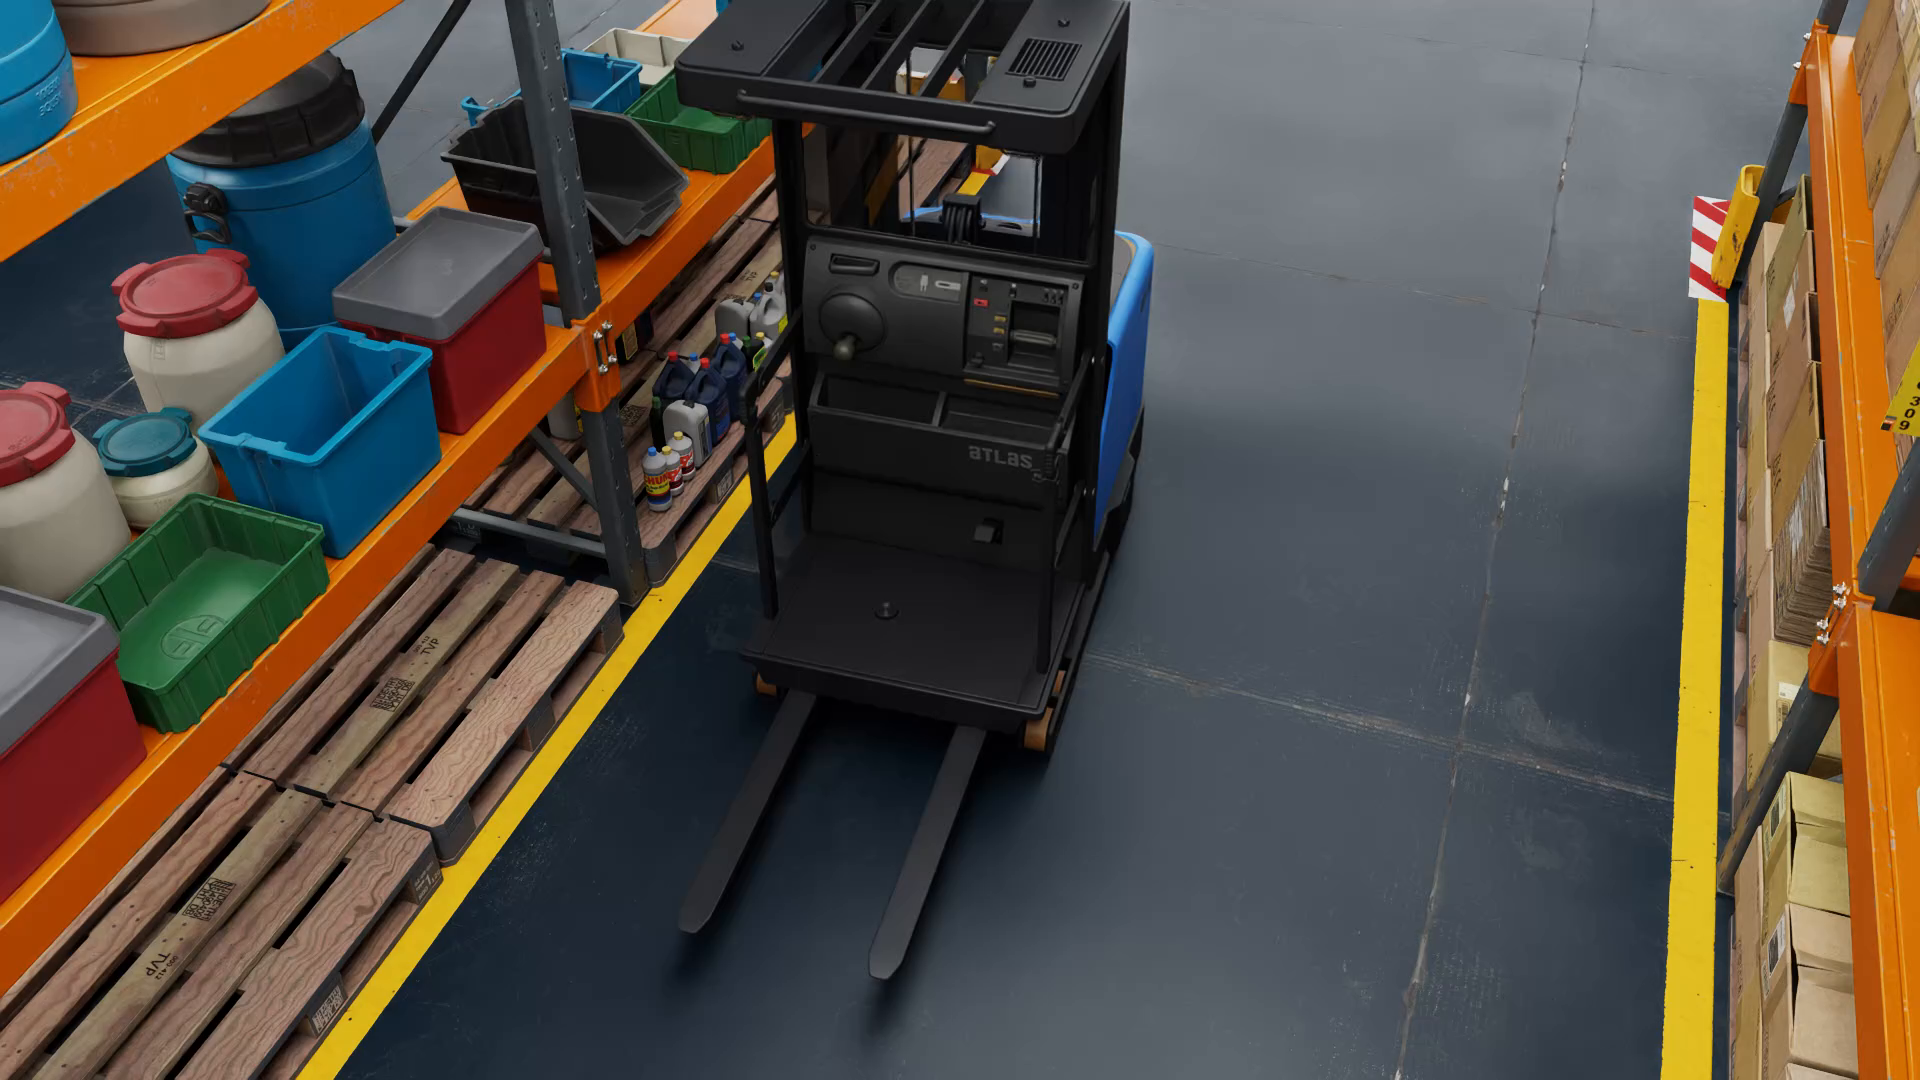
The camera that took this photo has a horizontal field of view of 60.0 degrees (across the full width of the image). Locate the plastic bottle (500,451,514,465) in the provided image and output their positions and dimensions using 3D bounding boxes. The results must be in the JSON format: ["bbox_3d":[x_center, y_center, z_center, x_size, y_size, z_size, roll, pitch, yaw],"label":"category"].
[{"bbox_3d":[-1.876,-0.413,6.740,0.097,0.201,0.097,0,40,0],"label":"plastic bottle"}]

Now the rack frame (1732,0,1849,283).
[{"bbox_3d":[4.314,-2.358,7.202,1.000,3.000,0.127,13,42,15],"label":"rack frame"}]

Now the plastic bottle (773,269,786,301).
[{"bbox_3d":[-0.768,-1.067,7.392,0.144,0.351,0.185,15,43,17],"label":"plastic bottle"}]

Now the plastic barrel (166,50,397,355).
[{"bbox_3d":[-2.124,-1.042,5.274,0.600,0.901,0.708,13,42,15],"label":"plastic barrel"}]

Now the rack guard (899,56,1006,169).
[{"bbox_3d":[-0.321,-2.452,9.238,1.175,0.500,0.348,13,42,15],"label":"rack guard"}]

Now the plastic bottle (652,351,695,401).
[{"bbox_3d":[-1.177,-0.612,6.858,0.144,0.351,0.185,13,42,15],"label":"plastic bottle"}]

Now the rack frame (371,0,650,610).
[{"bbox_3d":[-1.707,-1.020,5.634,1.000,3.000,0.127,13,42,15],"label":"rack frame"}]

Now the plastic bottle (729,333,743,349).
[{"bbox_3d":[-0.961,-0.763,7.096,0.097,0.271,0.097,0,40,0],"label":"plastic bottle"}]

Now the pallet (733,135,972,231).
[{"bbox_3d":[-0.604,-1.847,8.753,1.003,0.211,1.213,13,42,15],"label":"pallet"}]

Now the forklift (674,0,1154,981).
[{"bbox_3d":[-0.121,-0.655,5.260,1.130,2.935,3.031,10,42,12],"label":"forklift"}]

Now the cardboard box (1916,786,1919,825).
[{"bbox_3d":[2.451,0.673,3.844,0.380,0.149,0.250,13,42,15],"label":"cardboard box"}]

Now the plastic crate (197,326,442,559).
[{"bbox_3d":[-1.792,-0.272,4.770,0.392,0.384,0.575,13,42,15],"label":"plastic crate"}]

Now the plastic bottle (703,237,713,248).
[{"bbox_3d":[-1.252,-1.552,8.021,0.097,0.271,0.097,0,40,0],"label":"plastic bottle"}]

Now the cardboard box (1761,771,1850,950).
[{"bbox_3d":[2.571,0.952,4.686,0.500,0.311,0.500,13,42,15],"label":"cardboard box"}]

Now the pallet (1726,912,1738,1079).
[{"bbox_3d":[2.731,1.601,4.711,1.003,0.211,1.213,13,42,15],"label":"pallet"}]

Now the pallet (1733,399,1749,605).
[{"bbox_3d":[3.673,-0.080,6.681,1.003,0.211,1.213,13,42,15],"label":"pallet"}]

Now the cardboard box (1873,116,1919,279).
[{"bbox_3d":[3.616,-1.169,5.732,0.700,0.500,0.500,15,43,16],"label":"cardboard box"}]

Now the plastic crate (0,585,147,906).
[{"bbox_3d":[-2.235,0.478,3.829,0.402,0.464,0.583,13,42,15],"label":"plastic crate"}]

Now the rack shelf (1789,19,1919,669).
[{"bbox_3d":[3.630,-0.864,6.006,1.077,0.370,4.000,13,42,15],"label":"rack shelf"}]

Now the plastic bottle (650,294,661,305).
[{"bbox_3d":[-1.437,-1.195,7.657,0.097,0.201,0.097,0,40,0],"label":"plastic bottle"}]

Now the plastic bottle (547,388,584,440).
[{"bbox_3d":[-1.622,-0.604,6.849,0.144,0.351,0.185,13,42,15],"label":"plastic bottle"}]

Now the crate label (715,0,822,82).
[{"bbox_3d":[-0.715,-2.290,7.096,0.502,0.435,0.616,13,42,15],"label":"crate label"}]

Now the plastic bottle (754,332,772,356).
[{"bbox_3d":[-0.858,-0.805,7.200,0.097,0.201,0.097,0,40,0],"label":"plastic bottle"}]

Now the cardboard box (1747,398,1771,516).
[{"bbox_3d":[3.407,-0.279,6.561,0.500,0.250,0.500,13,42,15],"label":"cardboard box"}]

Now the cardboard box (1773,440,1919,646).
[{"bbox_3d":[3.081,0.049,5.598,0.500,0.500,0.500,13,42,15],"label":"cardboard box"}]

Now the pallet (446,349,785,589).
[{"bbox_3d":[-1.438,-0.359,7.008,1.003,0.211,1.213,13,42,15],"label":"pallet"}]

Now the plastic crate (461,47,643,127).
[{"bbox_3d":[-1.584,-1.698,6.544,0.499,0.251,0.616,13,42,15],"label":"plastic crate"}]

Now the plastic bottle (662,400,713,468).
[{"bbox_3d":[-1.101,-0.451,6.727,0.152,0.276,0.135,15,43,17],"label":"plastic bottle"}]

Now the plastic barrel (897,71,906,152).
[{"bbox_3d":[-0.493,-2.254,8.674,0.421,0.512,0.421,0,40,0],"label":"plastic barrel"}]

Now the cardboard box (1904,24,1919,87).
[{"bbox_3d":[3.539,-1.665,5.814,0.380,0.149,0.250,13,42,15],"label":"cardboard box"}]

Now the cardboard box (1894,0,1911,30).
[{"bbox_3d":[3.715,-1.984,6.188,0.380,0.149,0.250,13,42,14],"label":"cardboard box"}]

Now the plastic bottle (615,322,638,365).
[{"bbox_3d":[-1.477,-0.917,7.268,0.061,0.283,0.133,13,42,15],"label":"plastic bottle"}]

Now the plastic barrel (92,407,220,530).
[{"bbox_3d":[-2.304,-0.194,4.773,0.301,0.262,0.301,0,40,0],"label":"plastic barrel"}]

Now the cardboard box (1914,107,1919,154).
[{"bbox_3d":[3.362,-1.353,5.448,0.380,0.149,0.250,15,43,16],"label":"cardboard box"}]

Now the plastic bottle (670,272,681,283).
[{"bbox_3d":[-1.369,-1.343,7.776,0.097,0.271,0.097,0,40,0],"label":"plastic bottle"}]

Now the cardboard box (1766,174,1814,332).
[{"bbox_3d":[3.753,-1.174,7.032,0.500,0.500,0.500,13,42,15],"label":"cardboard box"}]

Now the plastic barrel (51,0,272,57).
[{"bbox_3d":[-1.901,-1.594,3.610,0.600,0.901,0.600,0,40,0],"label":"plastic barrel"}]

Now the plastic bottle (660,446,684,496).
[{"bbox_3d":[-1.151,-0.282,6.586,0.097,0.201,0.097,0,40,0],"label":"plastic bottle"}]

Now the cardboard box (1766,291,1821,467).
[{"bbox_3d":[3.406,-0.565,6.318,0.500,0.500,0.500,13,42,15],"label":"cardboard box"}]

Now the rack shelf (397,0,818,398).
[{"bbox_3d":[-1.023,-1.966,7.297,1.077,0.370,4.000,13,42,15],"label":"rack shelf"}]

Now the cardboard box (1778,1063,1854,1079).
[{"bbox_3d":[2.219,1.572,3.960,0.500,0.311,0.500,12,42,14],"label":"cardboard box"}]

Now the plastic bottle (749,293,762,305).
[{"bbox_3d":[-0.896,-1.011,7.441,0.097,0.201,0.097,0,40,0],"label":"plastic bottle"}]

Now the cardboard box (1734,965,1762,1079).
[{"bbox_3d":[2.400,1.471,4.510,0.500,0.250,0.500,14,43,16],"label":"cardboard box"}]

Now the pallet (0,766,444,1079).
[{"bbox_3d":[-2.355,1.275,5.093,1.003,0.211,1.213,13,42,15],"label":"pallet"}]

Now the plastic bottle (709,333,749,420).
[{"bbox_3d":[-0.977,-0.695,6.955,0.144,0.351,0.185,12,42,13],"label":"plastic bottle"}]

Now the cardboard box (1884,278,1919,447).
[{"bbox_3d":[3.266,-0.551,5.008,0.700,0.500,0.500,13,42,15],"label":"cardboard box"}]

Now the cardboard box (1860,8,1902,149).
[{"bbox_3d":[3.967,-1.793,6.463,0.700,0.500,0.500,14,43,16],"label":"cardboard box"}]

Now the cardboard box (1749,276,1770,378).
[{"bbox_3d":[3.754,-0.888,7.275,0.500,0.250,0.500,13,42,15],"label":"cardboard box"}]

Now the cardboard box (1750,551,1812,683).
[{"bbox_3d":[3.080,0.334,5.842,0.500,0.250,0.500,13,42,15],"label":"cardboard box"}]
